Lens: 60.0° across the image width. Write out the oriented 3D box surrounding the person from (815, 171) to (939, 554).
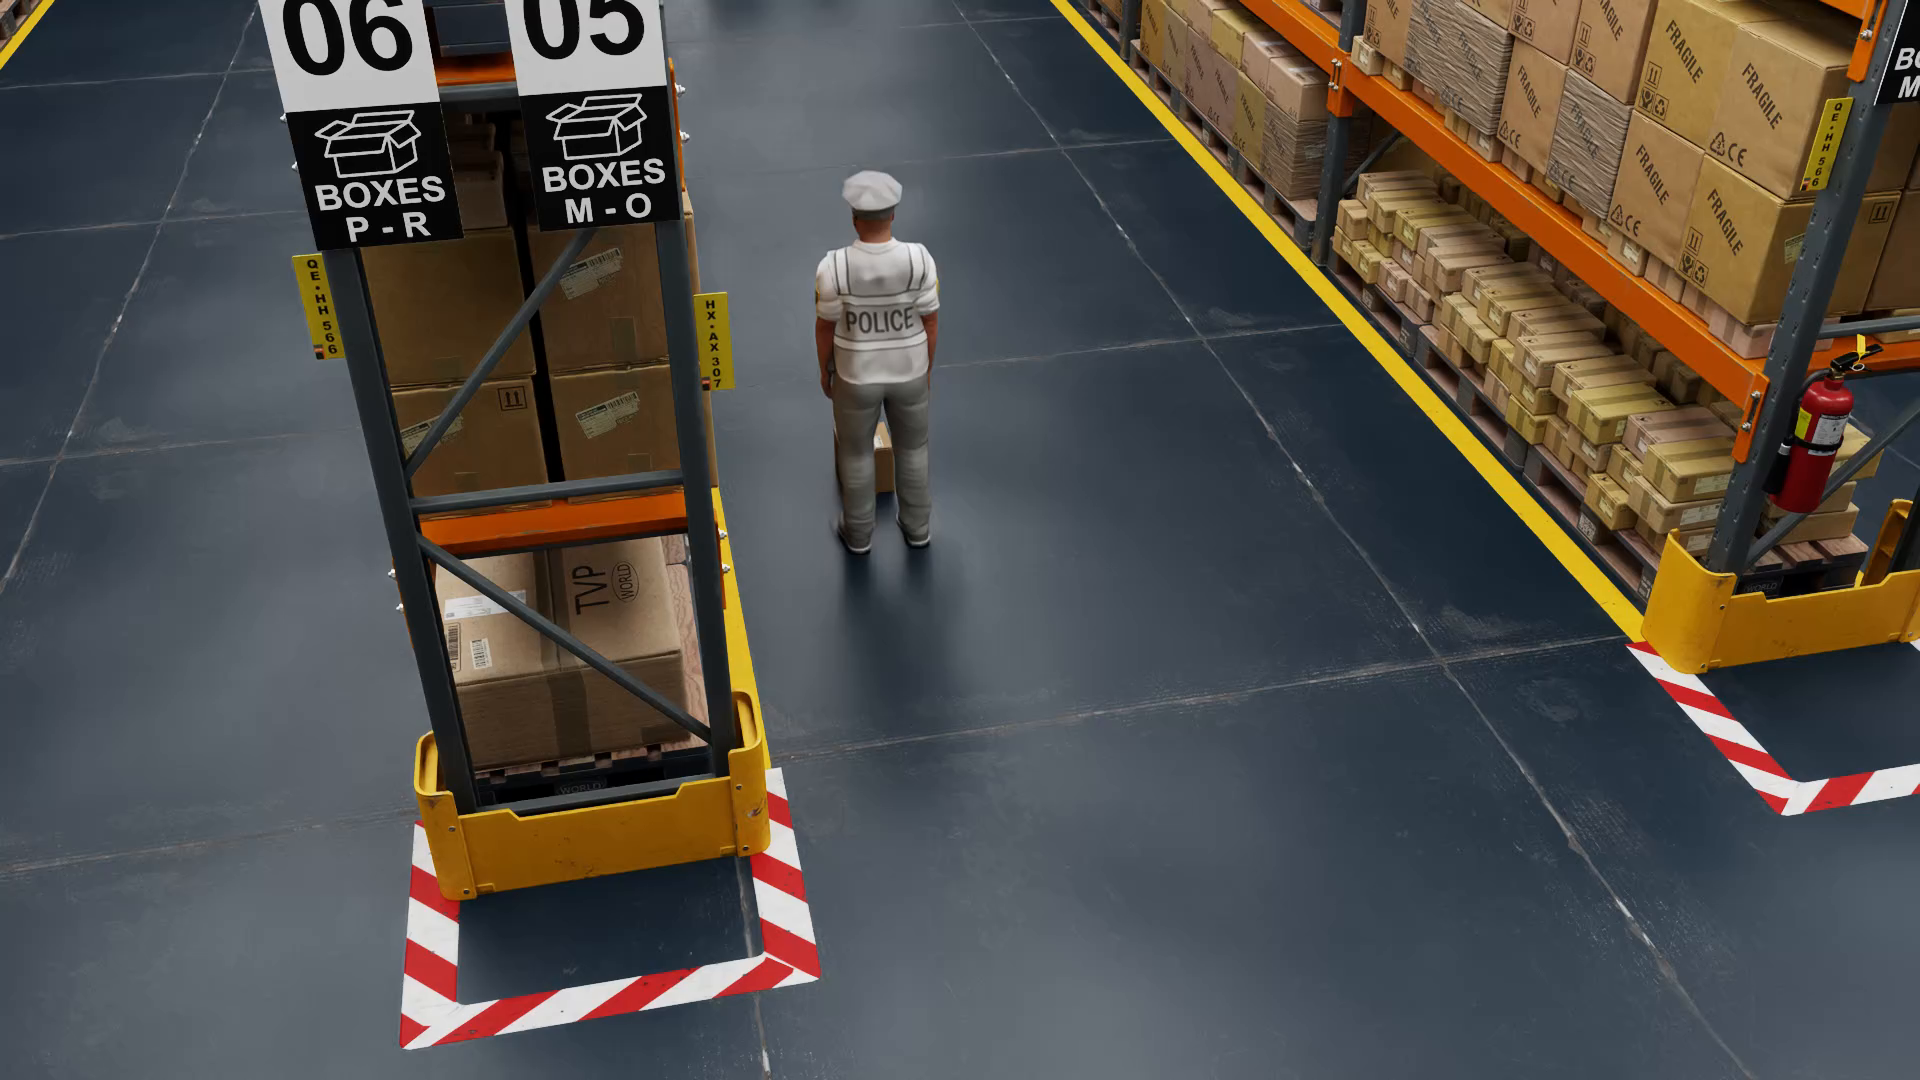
[{"bbox_3d":[-0.361,-0.744,7.224,0.527,1.765,0.394,-7,35,-9],"label":"person"}]
